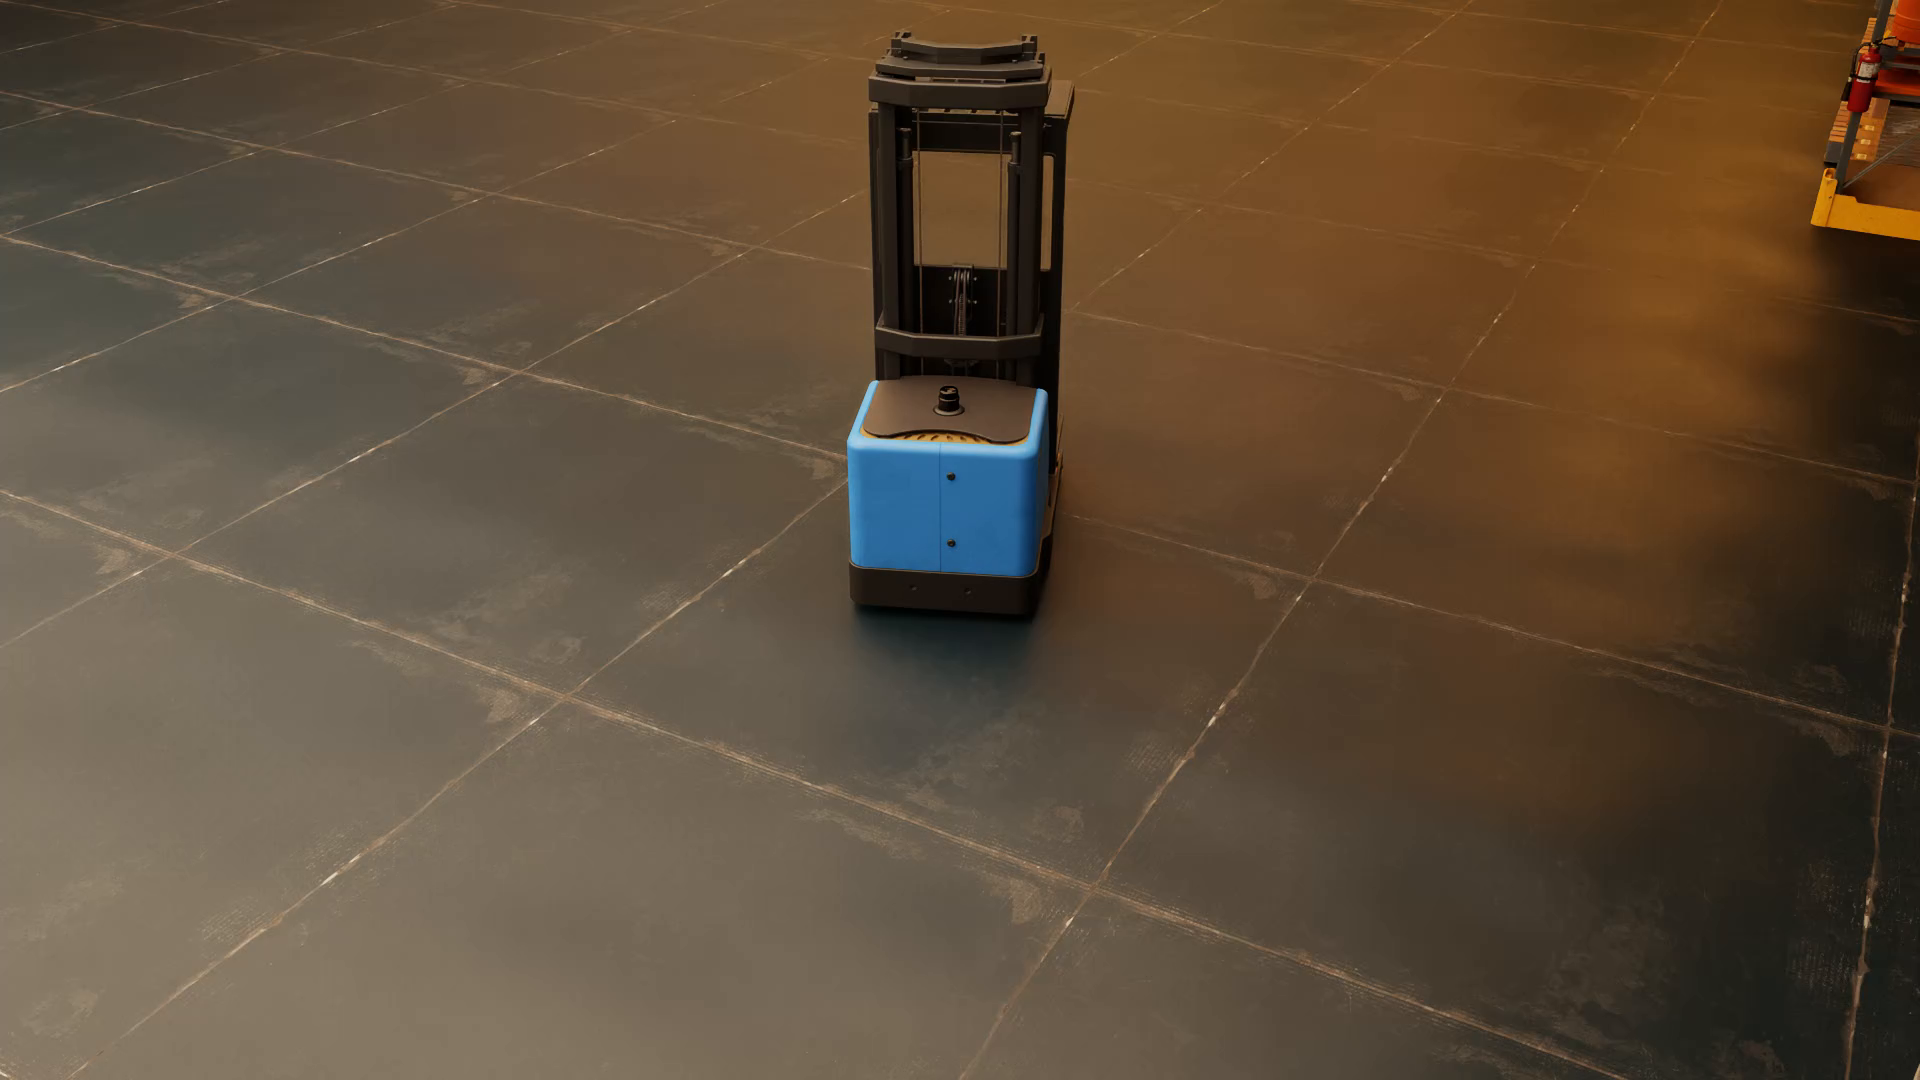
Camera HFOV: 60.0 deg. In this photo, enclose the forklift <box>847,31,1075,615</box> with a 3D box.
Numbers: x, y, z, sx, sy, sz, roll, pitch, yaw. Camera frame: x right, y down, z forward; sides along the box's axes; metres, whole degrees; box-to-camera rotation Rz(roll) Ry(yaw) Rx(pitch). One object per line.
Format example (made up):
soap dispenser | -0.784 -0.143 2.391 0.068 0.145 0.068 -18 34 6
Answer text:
forklift | 0.072 -1.572 9.794 1.130 2.935 3.031 3 30 6
